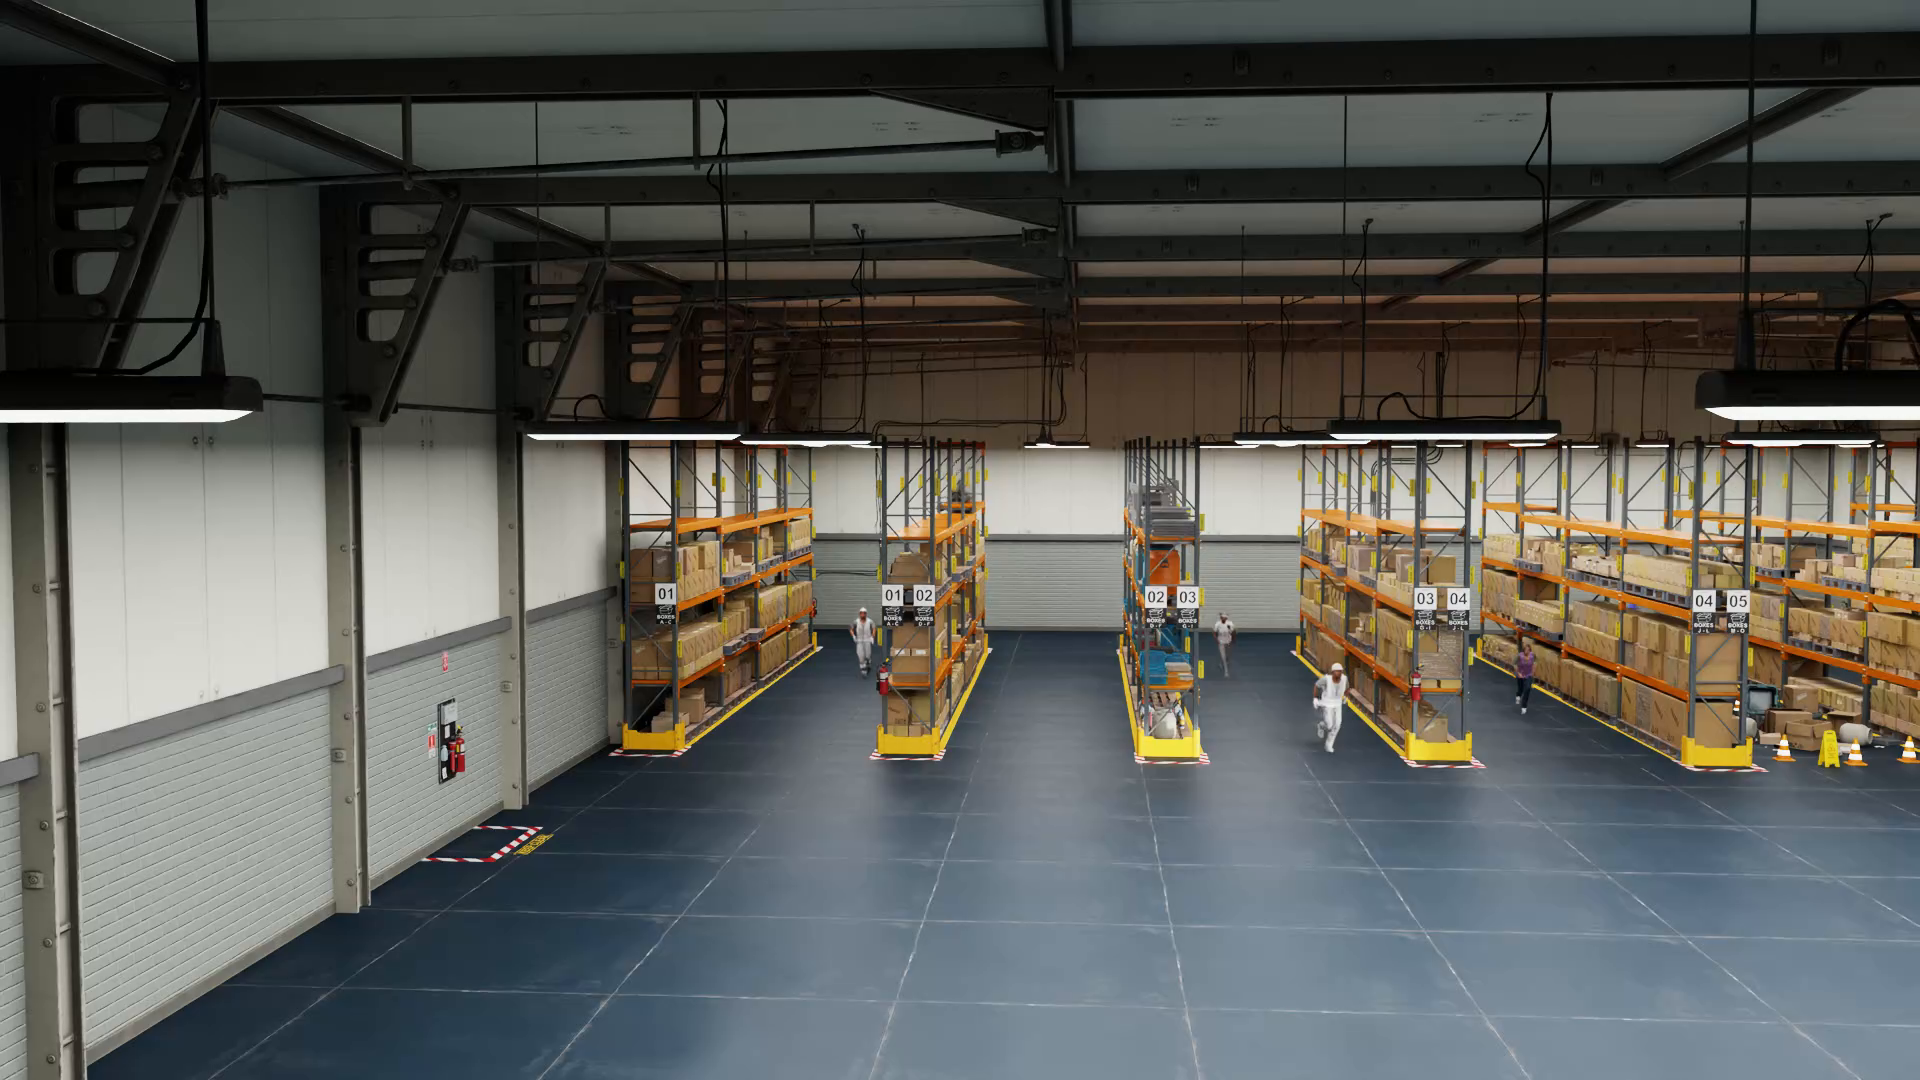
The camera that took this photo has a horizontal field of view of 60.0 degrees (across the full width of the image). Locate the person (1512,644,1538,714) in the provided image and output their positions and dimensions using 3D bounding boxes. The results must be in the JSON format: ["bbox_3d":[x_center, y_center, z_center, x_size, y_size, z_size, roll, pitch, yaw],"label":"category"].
[{"bbox_3d":[12.392,3.021,36.588,0.560,1.549,0.900,0,3,3],"label":"person"}]

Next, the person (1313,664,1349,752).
[{"bbox_3d":[7.099,3.184,31.832,0.678,1.709,0.797,-1,3,-17],"label":"person"}]

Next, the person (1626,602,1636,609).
[{"bbox_3d":[18.993,2.431,47.202,0.729,1.615,0.534,0,3,-3],"label":"person"}]

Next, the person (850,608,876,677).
[{"bbox_3d":[-2.466,2.593,42.196,0.663,1.745,0.597,0,3,1],"label":"person"}]

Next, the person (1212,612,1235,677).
[{"bbox_3d":[6.743,2.652,42.511,0.577,1.682,0.891,0,3,0],"label":"person"}]
